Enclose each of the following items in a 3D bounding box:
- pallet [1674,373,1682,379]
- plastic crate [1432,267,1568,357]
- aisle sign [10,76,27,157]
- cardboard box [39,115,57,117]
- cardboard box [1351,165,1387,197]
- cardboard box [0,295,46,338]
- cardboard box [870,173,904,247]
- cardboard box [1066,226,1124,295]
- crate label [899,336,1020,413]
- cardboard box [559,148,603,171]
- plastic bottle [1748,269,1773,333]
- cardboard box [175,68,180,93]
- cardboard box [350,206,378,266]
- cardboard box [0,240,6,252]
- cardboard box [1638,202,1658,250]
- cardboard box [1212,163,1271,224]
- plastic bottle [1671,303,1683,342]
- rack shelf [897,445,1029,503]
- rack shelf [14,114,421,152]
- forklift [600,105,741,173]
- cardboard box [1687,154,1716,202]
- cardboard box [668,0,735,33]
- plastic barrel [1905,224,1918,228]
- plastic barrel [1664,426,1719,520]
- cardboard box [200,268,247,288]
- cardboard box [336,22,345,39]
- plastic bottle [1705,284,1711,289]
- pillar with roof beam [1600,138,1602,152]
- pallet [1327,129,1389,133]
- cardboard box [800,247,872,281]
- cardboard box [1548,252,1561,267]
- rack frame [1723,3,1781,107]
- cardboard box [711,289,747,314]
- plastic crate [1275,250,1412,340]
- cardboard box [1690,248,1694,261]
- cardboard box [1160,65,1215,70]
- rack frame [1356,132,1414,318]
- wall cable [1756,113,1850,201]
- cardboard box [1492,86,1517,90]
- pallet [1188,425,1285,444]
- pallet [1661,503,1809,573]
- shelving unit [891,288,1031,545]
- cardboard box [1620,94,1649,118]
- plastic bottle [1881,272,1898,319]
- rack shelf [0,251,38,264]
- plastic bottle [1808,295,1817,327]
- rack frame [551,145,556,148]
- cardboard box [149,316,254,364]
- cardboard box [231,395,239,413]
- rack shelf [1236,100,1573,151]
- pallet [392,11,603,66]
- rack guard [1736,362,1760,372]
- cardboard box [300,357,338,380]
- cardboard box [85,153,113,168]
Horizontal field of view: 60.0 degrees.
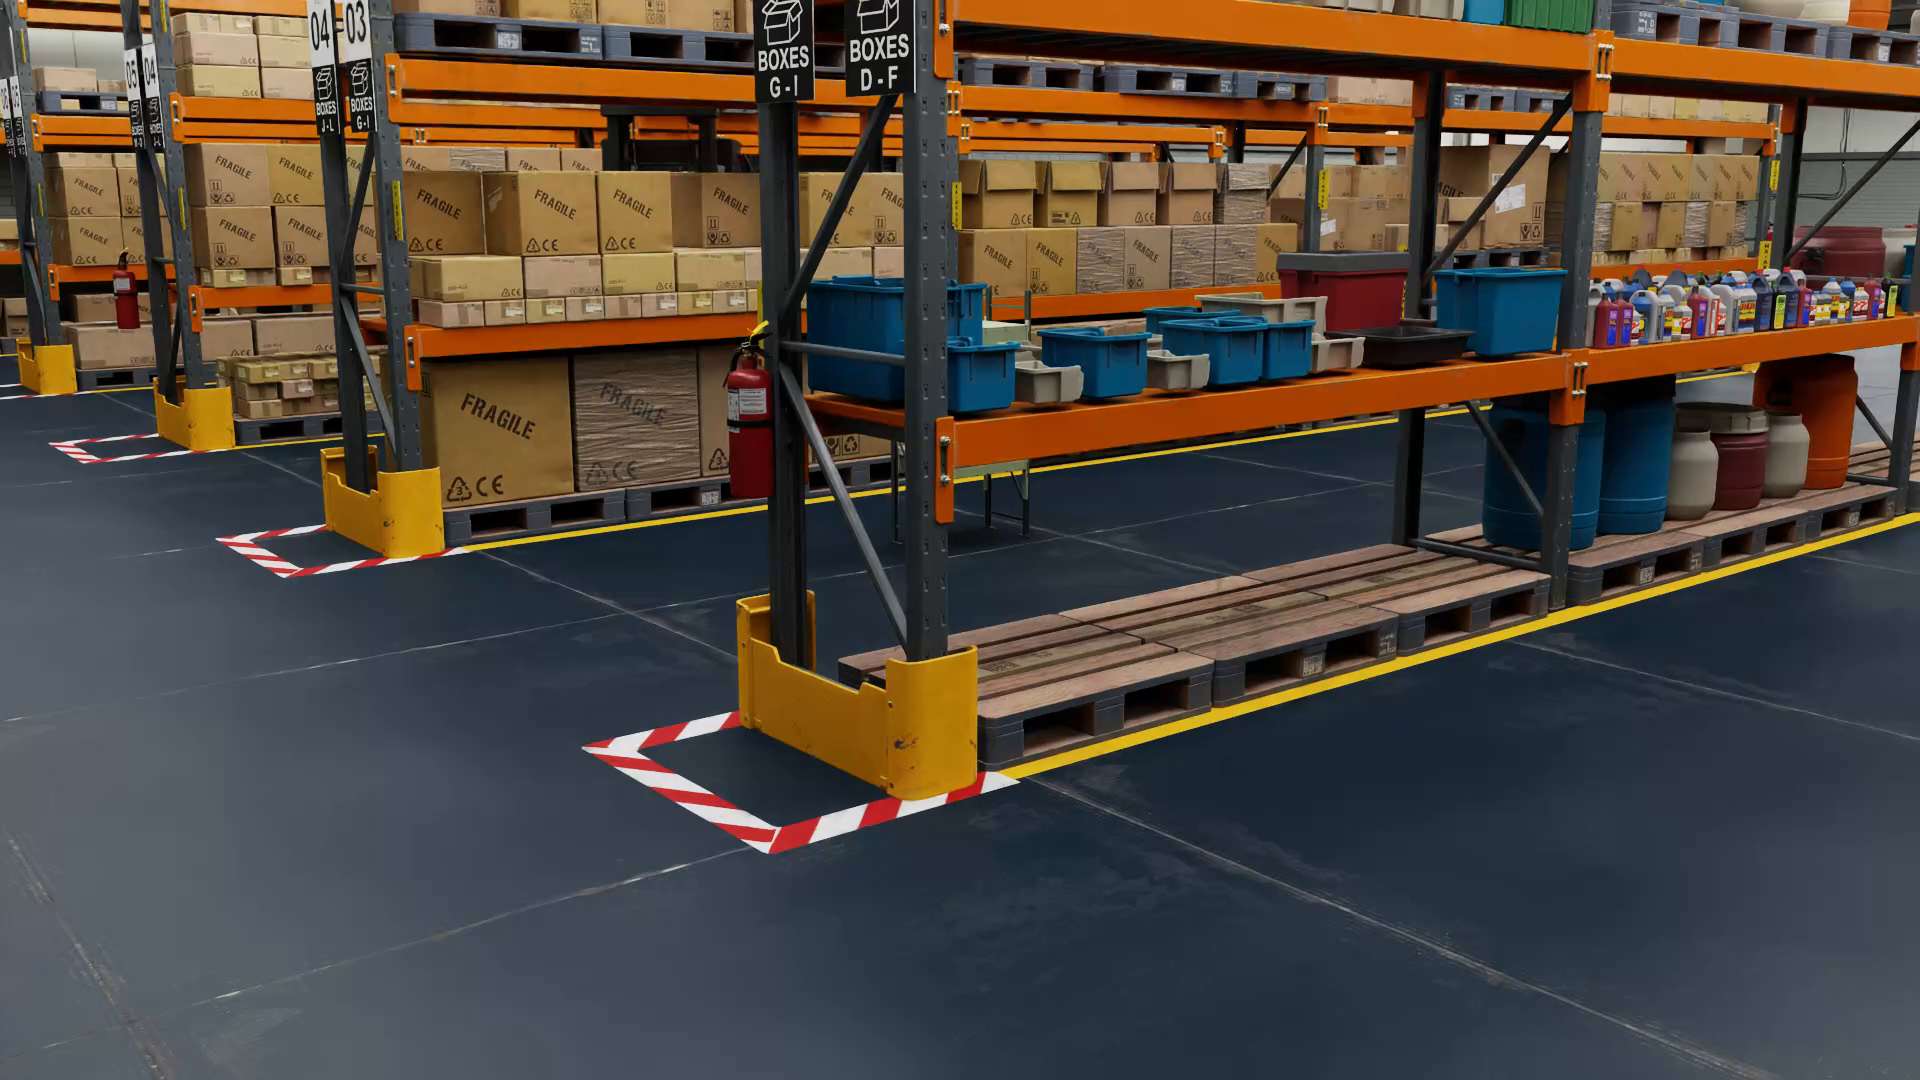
[{"bbox_3d":[7.332,-1.918,18.654,1.213,0.211,1.003,-9,15,-38],"label":"pallet"},{"bbox_3d":[2.572,-1.094,7.955,0.575,0.384,0.392,-9,15,-38],"label":"plastic crate"},{"bbox_3d":[-9.560,-4.296,16.879,0.004,0.787,0.394,-9,15,-38],"label":"aisle sign"},{"bbox_3d":[-11.888,-5.507,21.265,0.500,0.250,0.500,-9,15,-37],"label":"cardboard box"},{"bbox_3d":[5.294,-4.840,22.741,0.550,0.550,0.875,-9,15,-38],"label":"cardboard box"},{"bbox_3d":[-12.252,-2.933,21.720,0.637,0.503,0.797,-10,16,-40],"label":"cardboard box"},{"bbox_3d":[-0.563,-2.328,11.711,0.500,0.500,0.500,-9,15,-36],"label":"cardboard box"},{"bbox_3d":[0.928,-2.190,12.982,0.500,0.500,0.500,-10,15,-39],"label":"cardboard box"},{"bbox_3d":[-0.002,-0.596,5.972,0.303,0.233,0.416,-9,15,-38],"label":"crate label"},{"bbox_3d":[-3.589,-3.388,15.500,0.500,0.500,0.500,-10,16,-40],"label":"cardboard box"},{"bbox_3d":[4.506,-1.359,9.424,0.185,0.351,0.144,-9,15,-38],"label":"plastic bottle"},{"bbox_3d":[-6.324,-3.787,13.879,0.500,0.250,0.500,-10,15,-39],"label":"cardboard box"},{"bbox_3d":[-5.198,-2.634,14.353,0.500,0.500,0.500,-9,15,-37],"label":"cardboard box"},{"bbox_3d":[-12.361,-3.760,21.221,0.250,0.149,0.380,-10,15,-38],"label":"cardboard box"},{"bbox_3d":[7.006,-3.413,18.025,0.500,0.500,0.875,-9,15,-38],"label":"cardboard box"},{"bbox_3d":[2.171,-2.959,14.184,0.637,0.503,0.797,-9,15,-36],"label":"cardboard box"},{"bbox_3d":[3.792,-1.161,8.851,0.097,0.201,0.097,0,12,0],"label":"plastic bottle"},{"bbox_3d":[0.005,-0.416,10.045,0.720,0.370,0.431,-9,15,-38],"label":"rack shelf"},{"bbox_3d":[-8.123,-4.455,18.399,4.000,0.370,1.077,-9,15,-38],"label":"rack shelf"},{"bbox_3d":[-2.454,-2.399,14.369,1.130,2.935,3.031,0,12,-2],"label":"forklift"},{"bbox_3d":[7.945,-3.991,18.338,0.500,0.500,0.500,-9,15,-38],"label":"cardboard box"},{"bbox_3d":[-1.864,-3.538,10.853,0.500,0.500,0.700,-9,15,-35],"label":"cardboard box"},{"bbox_3d":[7.175,-2.053,12.250,0.433,0.535,0.433,0,12,0],"label":"plastic barrel"},{"bbox_3d":[4.208,-0.396,9.749,0.421,0.512,0.421,0,12,0],"label":"plastic barrel"},{"bbox_3d":[-6.056,-2.157,13.669,0.250,0.149,0.380,-10,15,-38],"label":"cardboard box"},{"bbox_3d":[-5.326,-4.265,13.968,0.250,0.149,0.380,-9,15,-36],"label":"cardboard box"},{"bbox_3d":[4.734,-1.519,10.539,0.097,0.201,0.097,0,12,0],"label":"plastic bottle"},{"bbox_3d":[20.028,-11.368,41.998,0.548,9.000,9.100,-9,15,-38],"label":"pillar with roof beam"},{"bbox_3d":[5.407,-5.693,22.709,1.213,0.211,1.003,-9,15,-38],"label":"pallet"},{"bbox_3d":[-0.954,-1.897,11.485,0.500,0.250,0.500,-9,15,-36],"label":"cardboard box"},{"bbox_3d":[6.232,-2.886,17.105,0.250,0.149,0.380,-9,15,-38],"label":"cardboard box"},{"bbox_3d":[8.999,-6.484,18.999,0.127,3.000,1.000,-9,15,-38],"label":"rack frame"},{"bbox_3d":[-1.607,-1.577,10.938,0.250,0.149,0.380,-9,15,-37],"label":"cardboard box"},{"bbox_3d":[1.869,-1.174,8.139,0.583,0.464,0.402,-9,15,-38],"label":"plastic crate"},{"bbox_3d":[7.940,-3.191,18.540,0.250,0.149,0.380,-9,15,-38],"label":"cardboard box"},{"bbox_3d":[1.702,-4.016,13.345,0.500,0.500,0.500,-8,15,-35],"label":"cardboard box"},{"bbox_3d":[5.980,-4.367,23.472,0.127,3.000,1.000,-9,15,-38],"label":"rack frame"},{"bbox_3d":[25.150,-11.493,50.066,0.112,2.526,3.097,-9,15,-38],"label":"wall cable"},{"bbox_3d":[5.204,-4.499,16.185,0.258,0.266,0.396,-9,15,-36],"label":"cardboard box"},{"bbox_3d":[2.090,-1.057,14.599,1.213,0.211,1.003,-9,15,-38],"label":"pallet"},{"bbox_3d":[4.305,-0.077,9.985,1.213,0.211,1.003,-9,15,-38],"label":"pallet"},{"bbox_3d":[0.005,-0.735,9.977,0.755,1.500,0.431,-9,15,-38],"label":"shelving unit"},{"bbox_3d":[6.797,-4.510,17.288,0.500,0.250,0.500,-10,15,-38],"label":"cardboard box"},{"bbox_3d":[5.797,-1.529,10.389,0.133,0.283,0.061,-9,15,-38],"label":"plastic bottle"},{"bbox_3d":[-11.227,-3.793,22.500,4.000,0.370,1.077,-9,15,-38],"label":"rack shelf"},{"bbox_3d":[4.984,-1.359,9.784,0.097,0.201,0.097,0,12,0],"label":"plastic bottle"},{"bbox_3d":[-6.542,-4.923,26.092,0.127,3.000,1.000,-9,15,-38],"label":"rack frame"},{"bbox_3d":[-8.523,-2.255,18.682,0.875,0.438,0.875,-9,15,-36],"label":"cardboard box"},{"bbox_3d":[-6.233,-1.204,14.428,0.250,0.149,0.380,-9,15,-37],"label":"cardboard box"},{"bbox_3d":[4.314,-3.886,15.719,4.000,0.370,1.077,-9,15,-38],"label":"rack shelf"},{"bbox_3d":[-2.922,-2.995,10.004,1.213,0.211,1.003,-9,15,-38],"label":"pallet"},{"bbox_3d":[8.940,-2.317,19.835,0.348,0.500,1.175,-9,15,-38],"label":"rack guard"},{"bbox_3d":[-5.476,-1.473,14.263,0.250,0.149,0.380,-9,15,-38],"label":"cardboard box"},{"bbox_3d":[-9.075,-3.982,17.452,0.250,0.149,0.380,-9,15,-36],"label":"cardboard box"}]
